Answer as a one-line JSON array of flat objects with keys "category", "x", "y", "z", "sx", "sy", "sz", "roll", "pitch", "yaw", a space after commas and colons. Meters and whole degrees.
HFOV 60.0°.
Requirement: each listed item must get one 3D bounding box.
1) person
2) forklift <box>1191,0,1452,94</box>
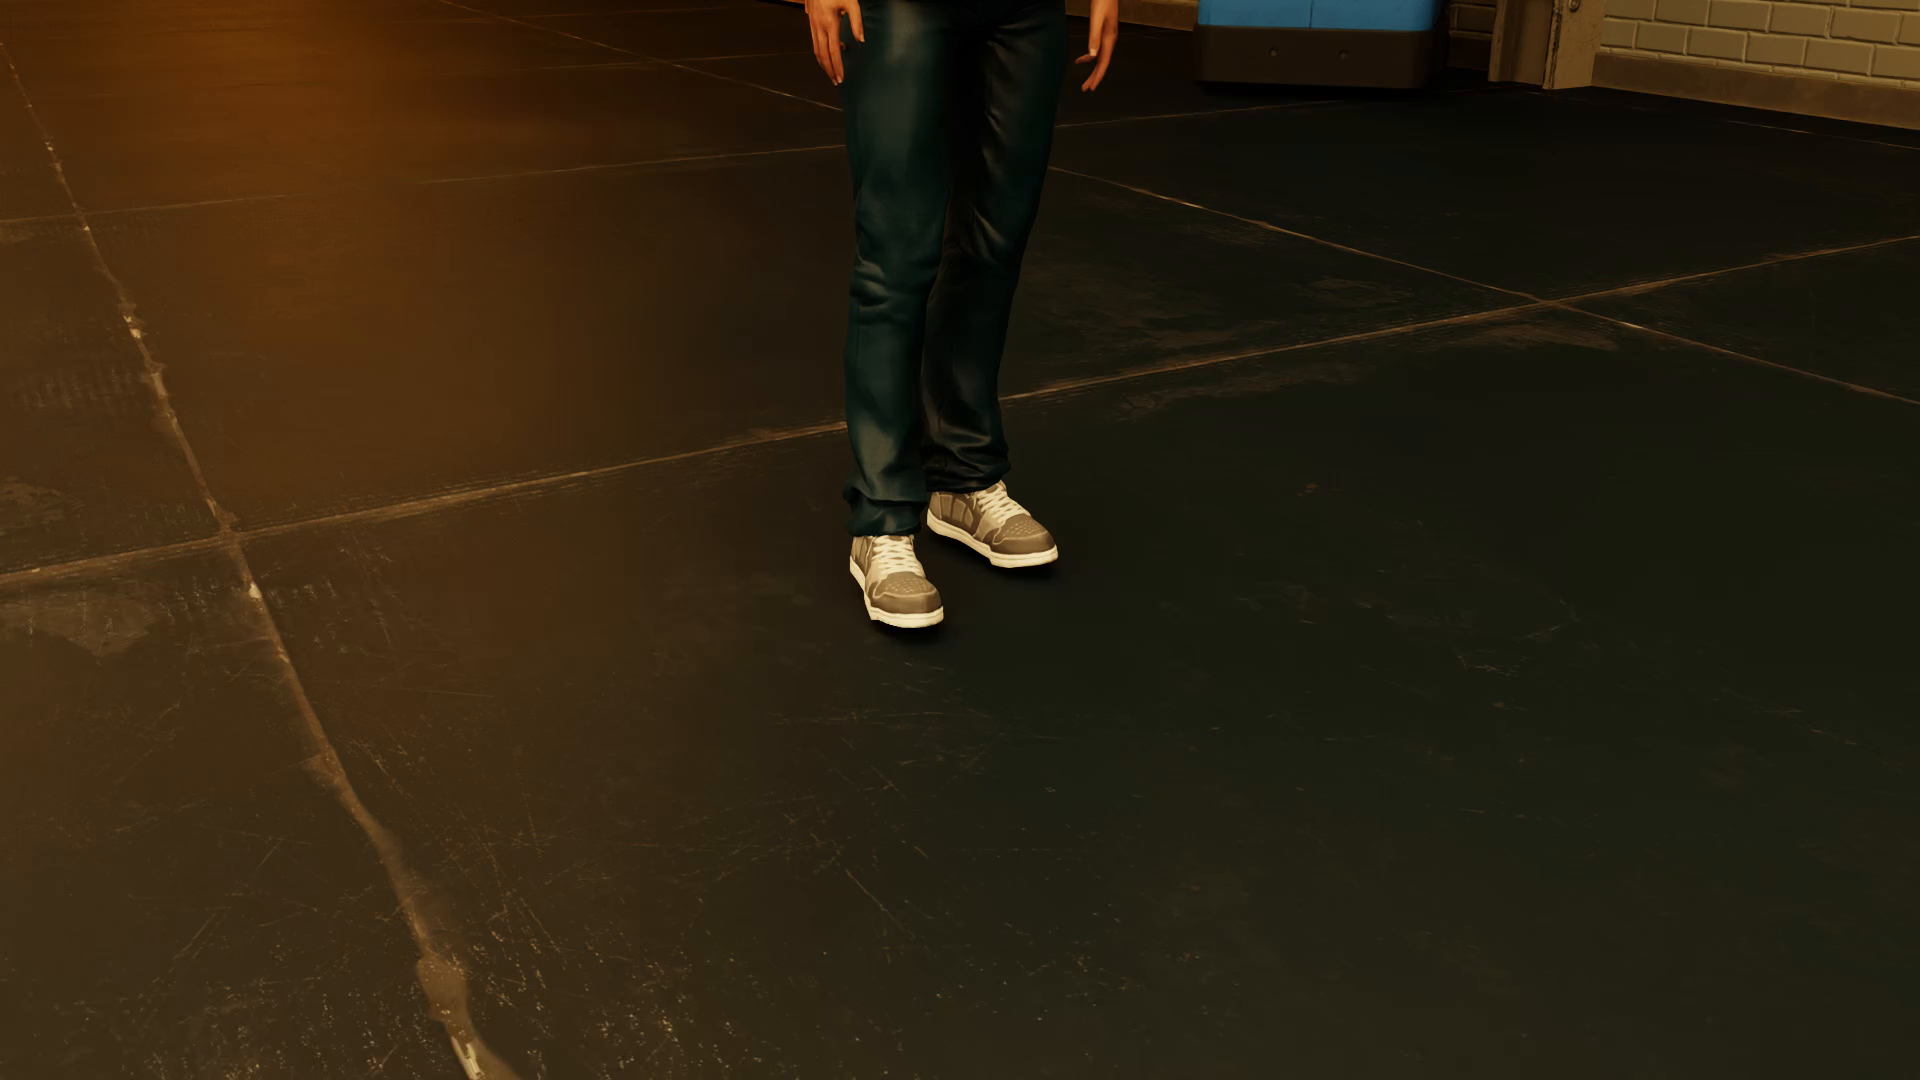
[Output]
[{"category": "person", "x": 0.025, "y": -0.719, "z": 2.263, "sx": 0.520, "sy": 1.597, "sz": 0.476, "roll": -12, "pitch": 25, "yaw": -28}, {"category": "forklift", "x": 1.969, "y": -3.841, "z": 8.135, "sx": 1.130, "sy": 2.935, "sz": 3.031, "roll": 7, "pitch": 23, "yaw": 16}]
